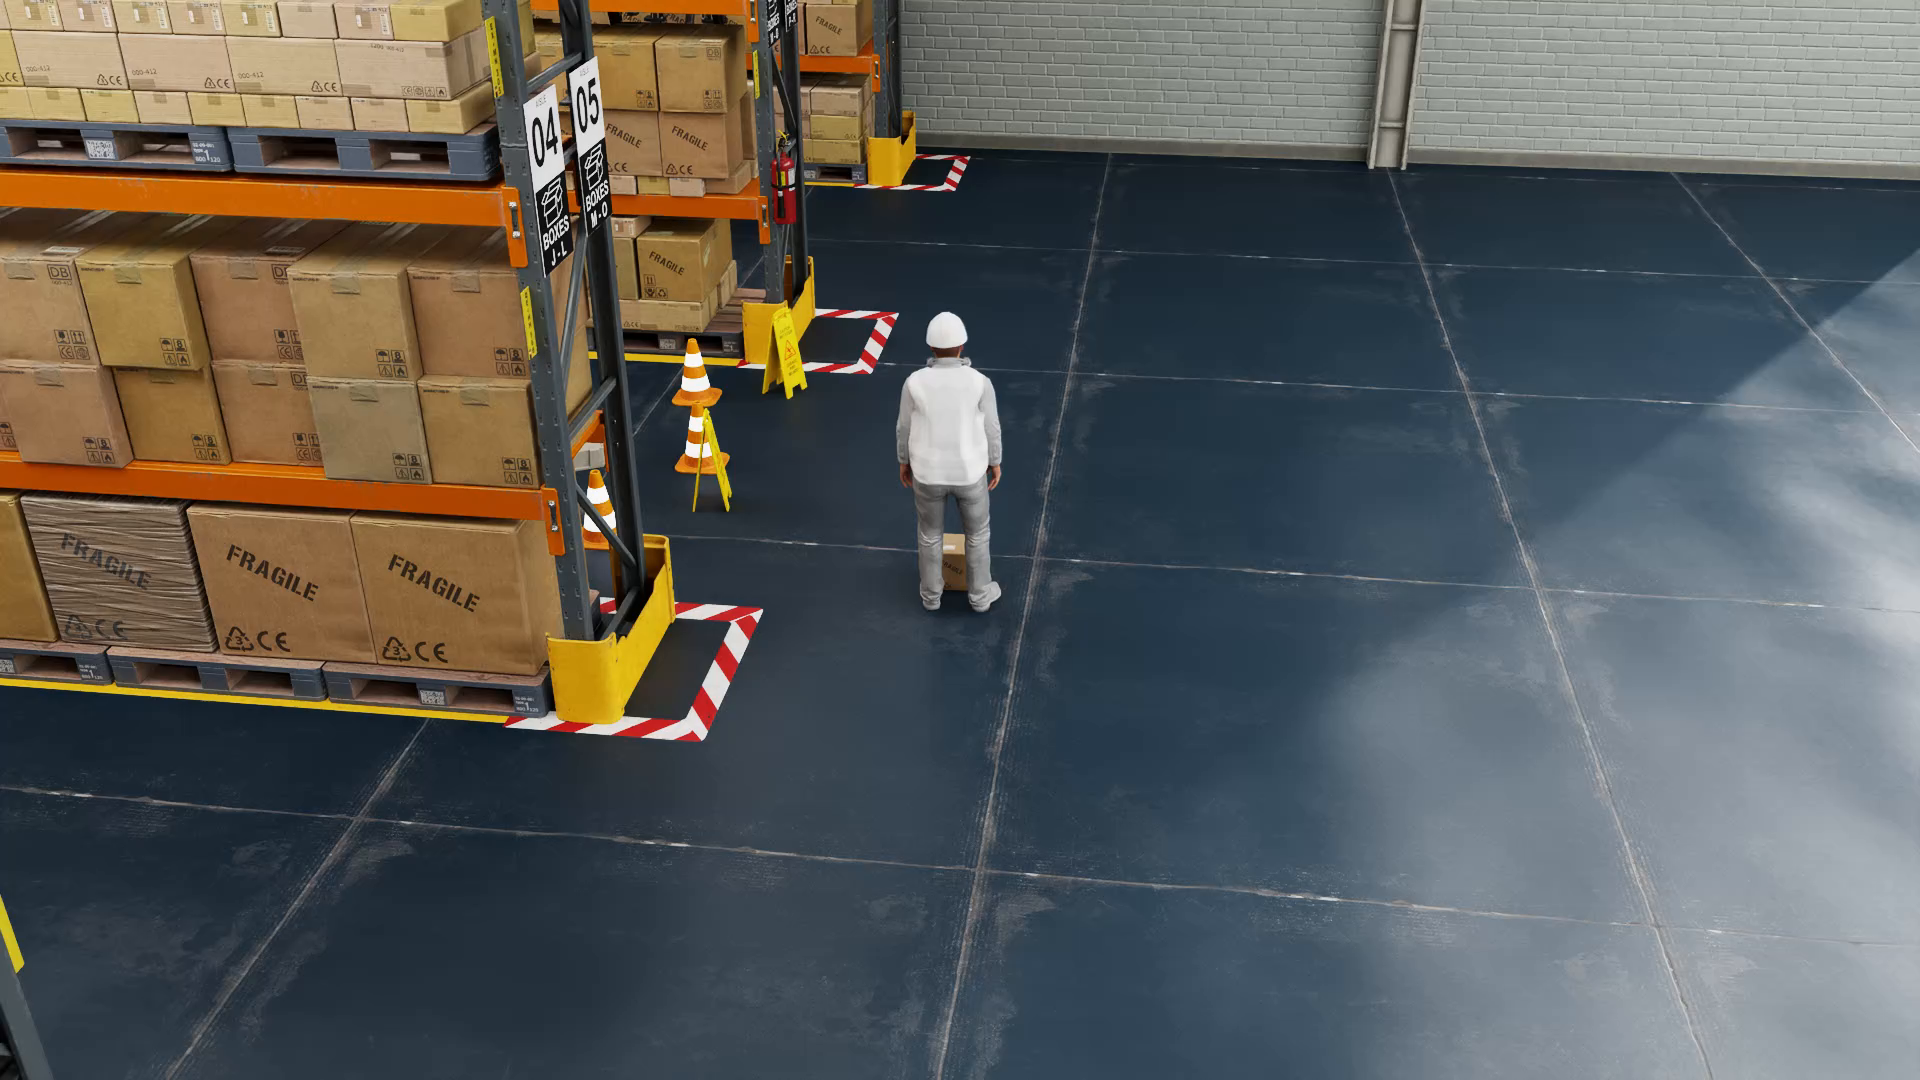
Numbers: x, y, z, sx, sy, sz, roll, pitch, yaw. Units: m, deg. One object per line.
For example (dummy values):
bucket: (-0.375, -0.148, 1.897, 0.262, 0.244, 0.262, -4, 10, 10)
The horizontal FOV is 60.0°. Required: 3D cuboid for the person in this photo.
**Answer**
person: (-0.058, -0.418, 9.372, 0.591, 1.773, 0.458, 2, 28, 4)
